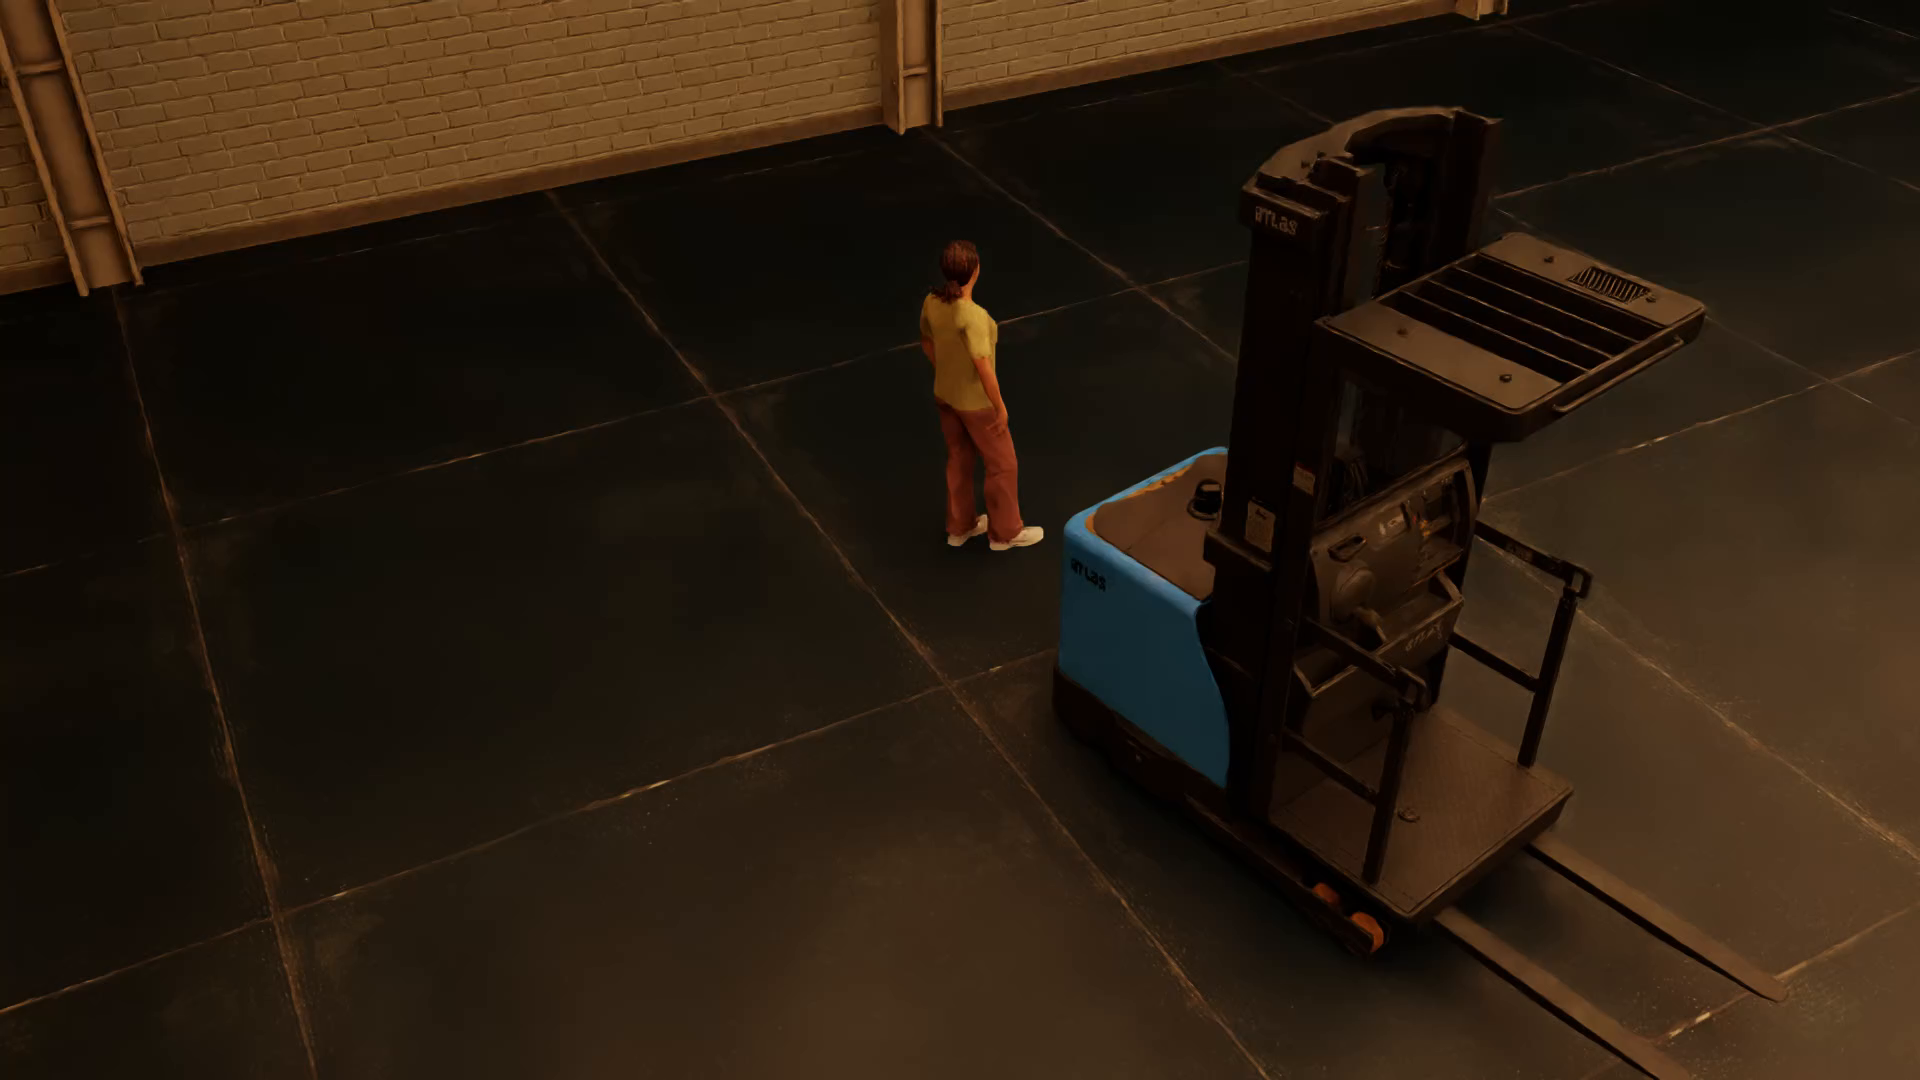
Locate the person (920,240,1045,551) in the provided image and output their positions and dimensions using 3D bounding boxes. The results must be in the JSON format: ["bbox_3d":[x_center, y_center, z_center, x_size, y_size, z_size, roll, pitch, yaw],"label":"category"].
[{"bbox_3d":[0.076,-0.721,8.242,0.485,1.664,0.597,-28,44,-34],"label":"person"}]

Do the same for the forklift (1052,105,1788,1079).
[{"bbox_3d":[1.747,0.071,6.023,1.130,2.935,3.031,-26,43,-32],"label":"forklift"}]
